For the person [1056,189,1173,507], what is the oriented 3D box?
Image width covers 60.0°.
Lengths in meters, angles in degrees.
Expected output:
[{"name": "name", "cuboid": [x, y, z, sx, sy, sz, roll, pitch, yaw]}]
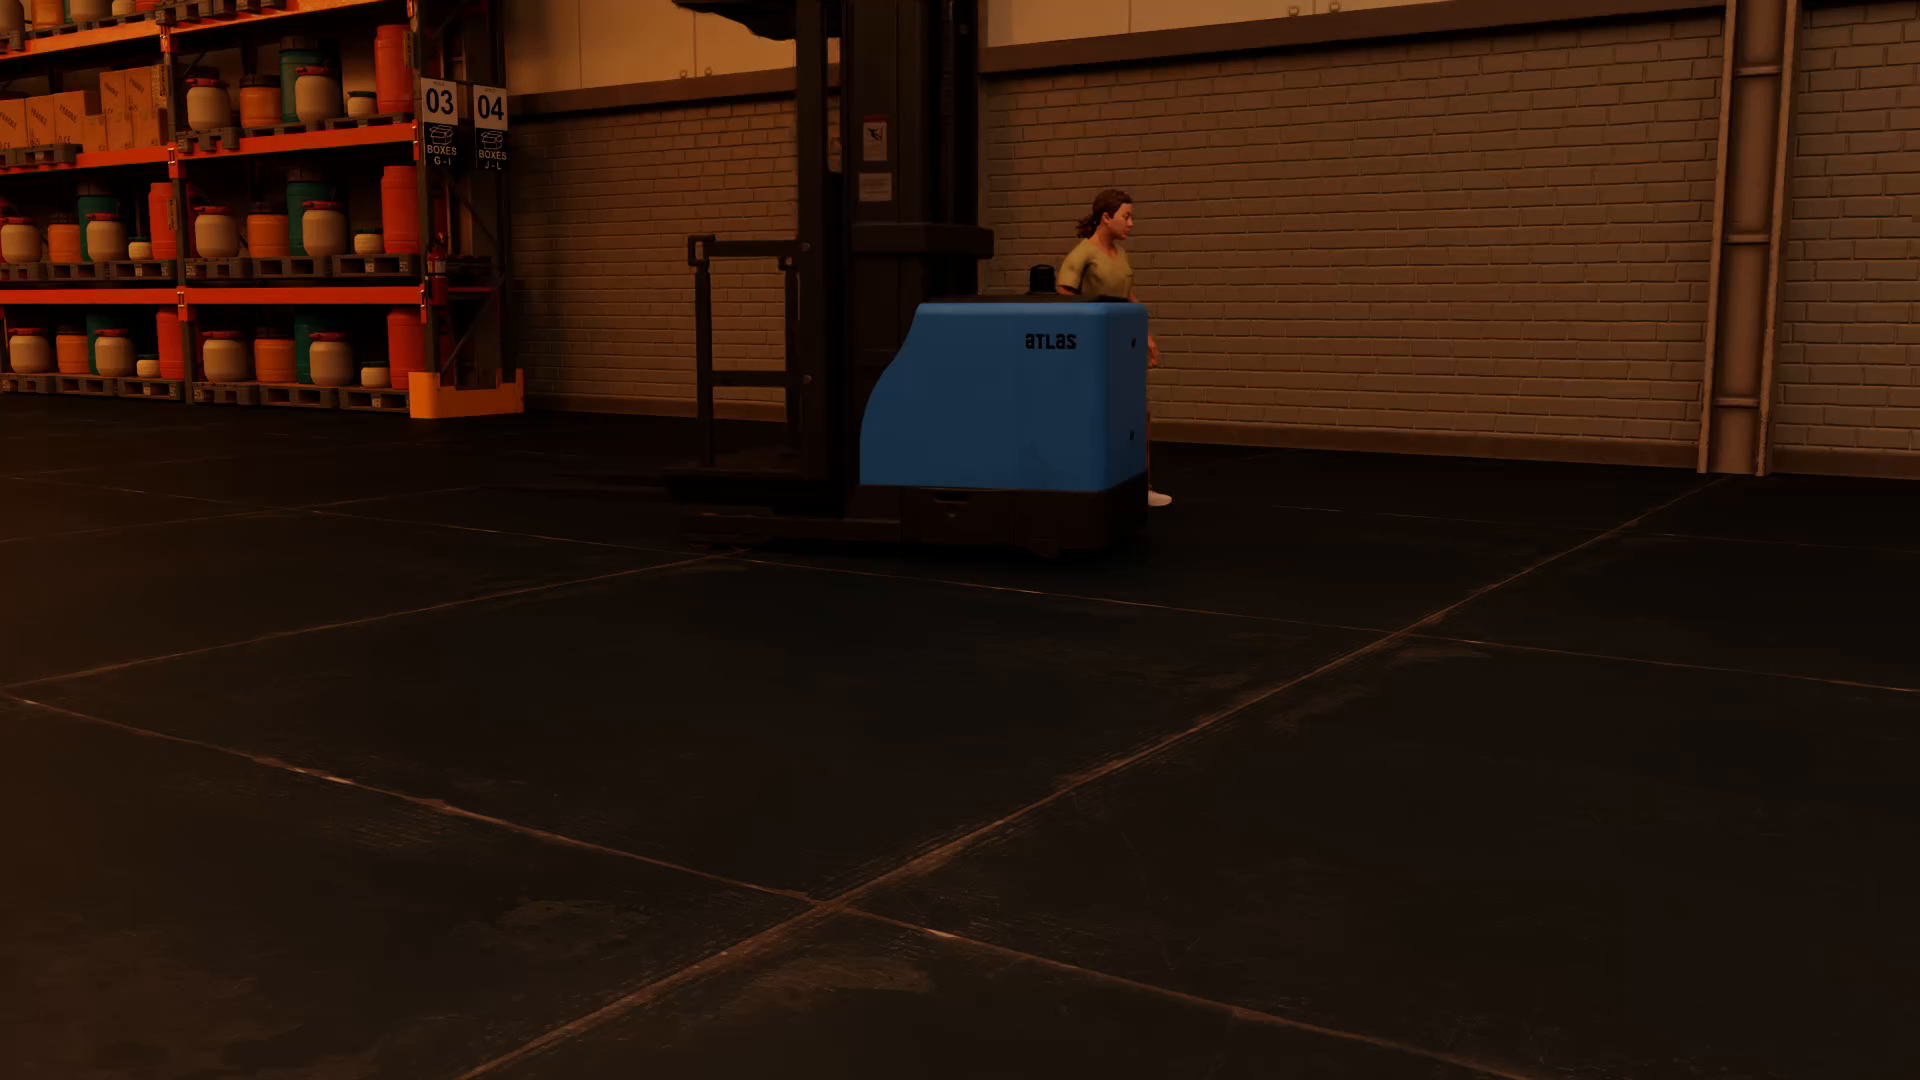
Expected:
[{"name": "person", "cuboid": [0.768, -0.973, 8.594, 0.381, 1.650, 0.712, 7, 11, 41]}]

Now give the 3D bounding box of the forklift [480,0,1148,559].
[{"name": "forklift", "cuboid": [-0.711, -1.467, 7.508, 3.031, 2.935, 1.130, 2, 8, 17]}]
